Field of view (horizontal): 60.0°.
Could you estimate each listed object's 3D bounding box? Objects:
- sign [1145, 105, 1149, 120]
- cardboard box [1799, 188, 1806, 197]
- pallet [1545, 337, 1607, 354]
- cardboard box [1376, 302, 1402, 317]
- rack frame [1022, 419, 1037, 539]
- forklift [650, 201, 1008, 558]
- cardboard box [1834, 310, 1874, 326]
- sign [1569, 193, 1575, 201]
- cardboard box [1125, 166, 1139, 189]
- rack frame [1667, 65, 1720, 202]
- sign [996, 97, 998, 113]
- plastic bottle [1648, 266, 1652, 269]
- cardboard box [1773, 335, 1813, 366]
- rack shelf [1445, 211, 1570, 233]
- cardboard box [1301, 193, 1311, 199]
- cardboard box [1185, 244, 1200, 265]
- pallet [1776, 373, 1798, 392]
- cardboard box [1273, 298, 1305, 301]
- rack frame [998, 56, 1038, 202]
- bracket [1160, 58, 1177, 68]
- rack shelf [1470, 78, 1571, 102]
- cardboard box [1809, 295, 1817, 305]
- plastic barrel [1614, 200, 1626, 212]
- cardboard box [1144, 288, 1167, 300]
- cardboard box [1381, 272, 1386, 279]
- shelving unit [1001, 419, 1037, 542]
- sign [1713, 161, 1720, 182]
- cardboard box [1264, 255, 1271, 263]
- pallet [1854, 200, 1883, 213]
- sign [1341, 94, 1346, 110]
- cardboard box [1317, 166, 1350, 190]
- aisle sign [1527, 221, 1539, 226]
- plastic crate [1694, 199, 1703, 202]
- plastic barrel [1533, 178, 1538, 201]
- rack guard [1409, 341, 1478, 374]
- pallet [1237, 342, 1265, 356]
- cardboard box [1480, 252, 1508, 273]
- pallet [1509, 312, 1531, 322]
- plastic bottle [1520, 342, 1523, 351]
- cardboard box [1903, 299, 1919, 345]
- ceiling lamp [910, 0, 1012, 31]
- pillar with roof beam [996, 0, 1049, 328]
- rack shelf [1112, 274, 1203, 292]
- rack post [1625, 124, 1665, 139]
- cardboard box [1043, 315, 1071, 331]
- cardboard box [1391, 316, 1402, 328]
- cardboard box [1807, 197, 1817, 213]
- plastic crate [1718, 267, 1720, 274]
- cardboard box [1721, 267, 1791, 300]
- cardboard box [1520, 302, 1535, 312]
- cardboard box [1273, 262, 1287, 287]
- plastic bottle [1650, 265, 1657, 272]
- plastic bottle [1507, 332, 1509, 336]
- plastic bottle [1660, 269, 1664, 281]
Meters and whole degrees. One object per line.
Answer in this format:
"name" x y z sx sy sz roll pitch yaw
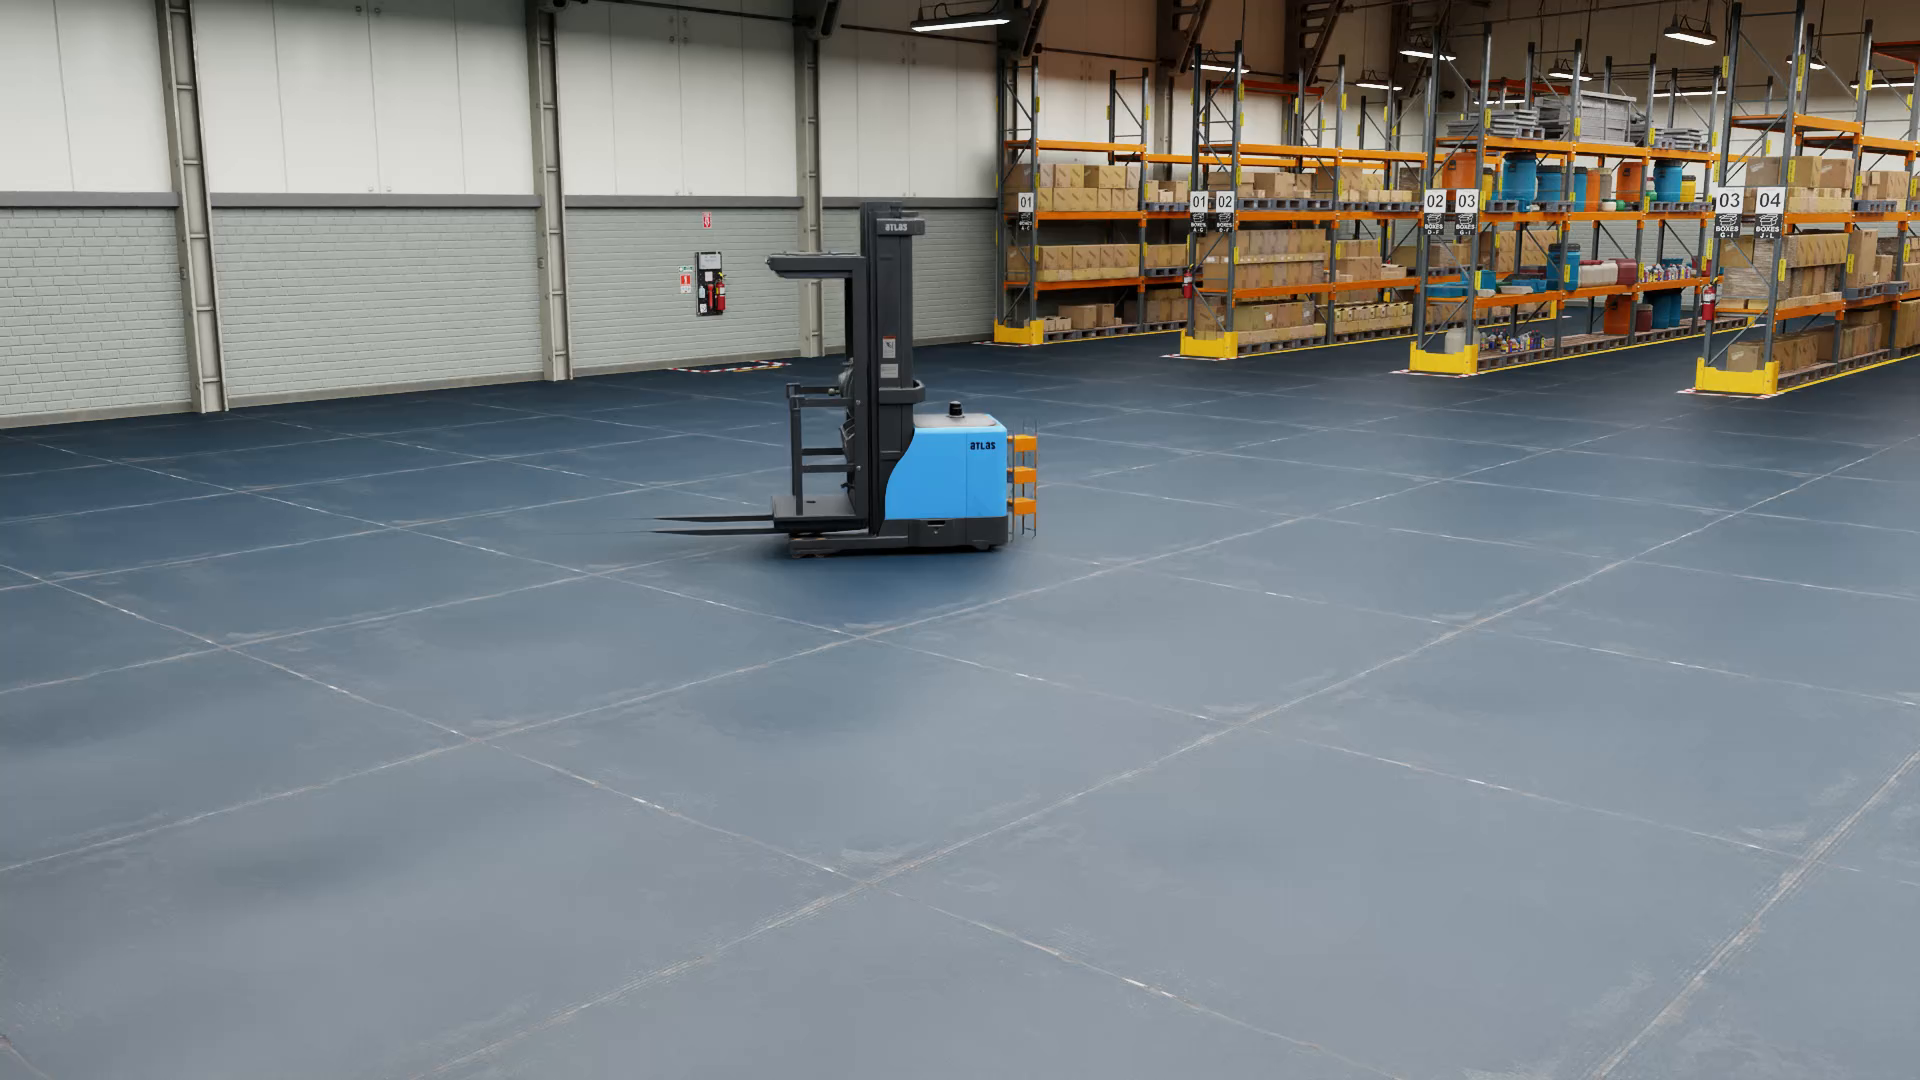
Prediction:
"sign" 4.261 -9.726 37.845 0.100 0.325 0.005 10 15 40
"cardboard box" 13.295 -5.563 26.614 0.380 0.149 0.250 11 15 43
"pallet" 12.602 -4.013 34.263 1.003 0.211 1.213 10 15 40
"cardboard box" 9.731 -5.255 37.880 0.500 0.311 0.500 9 15 39
"rack frame" 0.617 -0.540 14.734 0.008 1.050 0.200 -8 14 -33
"forklift" -1.145 -1.395 14.214 3.031 2.935 1.130 -1 11 -7
"cardboard box" 16.907 -4.203 31.441 0.500 0.250 0.500 -10 15 -41
"sign" 11.714 -6.482 31.824 0.100 0.325 0.005 10 15 40
"cardboard box" 3.739 -8.271 37.948 0.500 0.500 0.500 8 14 36
"rack frame" 16.589 -9.198 37.788 1.000 3.000 0.127 10 15 40
"sign" 0.822 -9.324 35.629 0.100 0.325 0.005 10 15 40
"plastic bottle" 15.756 -6.123 38.024 0.152 0.276 0.135 10 15 40
"cardboard box" 14.362 -3.280 28.785 0.500 0.500 0.500 -7 13 -30
"rack shelf" 9.988 -5.903 30.786 1.077 0.370 4.000 10 15 40
"cardboard box" 9.423 -9.320 45.115 0.500 0.250 0.500 10 15 41
"cardboard box" 5.398 -6.957 40.505 0.700 0.500 0.500 10 15 40
"pallet" 13.001 -2.609 27.235 1.003 0.211 1.213 10 15 40
"cardboard box" 7.048 -4.918 35.708 0.500 0.500 0.500 10 15 40
"rack frame" 1.226 -8.714 35.362 1.000 3.000 0.127 10 15 40
"bracket" 4.991 -11.469 39.969 0.235 0.232 0.430 10 15 40
"rack shelf" 14.191 -11.410 42.216 1.077 0.370 4.000 10 15 40
"cardboard box" 14.106 -4.027 27.857 0.380 0.149 0.250 10 15 40
"plastic barrel" 13.824 -7.020 34.936 0.294 0.245 0.294 0 11 0
"cardboard box" 4.628 -5.893 39.904 0.500 0.250 0.500 9 15 39
"cardboard box" 9.430 -5.991 37.687 0.250 0.149 0.380 -11 16 -43
"shelving unit" 0.516 -0.527 14.667 0.252 1.050 0.215 -8 14 -33
"sign" 11.984 -5.830 26.324 0.100 0.325 0.005 10 15 40
"cardboard box" 6.050 -5.681 33.584 0.380 0.149 0.250 9 14 38
"pallet" 15.516 -5.895 29.387 1.213 0.211 1.003 10 15 40
"sign" 7.990 -9.122 34.620 0.100 0.325 0.005 10 15 40
"cardboard box" 8.026 -7.777 35.727 0.500 0.500 0.500 10 15 41
"aisle sign" 15.335 -8.809 44.517 0.394 0.787 0.004 10 15 40
"plastic crate" 17.534 -7.971 39.608 0.437 0.282 0.530 10 15 40
"plastic barrel" 10.876 -6.773 31.947 0.421 0.512 0.421 0 11 0
"rack guard" 8.682 -3.282 29.868 1.175 0.500 0.348 10 15 40
"pallet" 5.422 -3.882 33.609 1.003 0.211 1.213 10 15 40
"cardboard box" 13.412 -6.986 41.774 0.500 0.500 0.500 10 15 42
"pallet" 14.130 -5.811 43.266 1.003 0.211 1.213 10 15 40
"plastic bottle" 10.592 -3.671 31.452 0.097 0.201 0.097 0 11 0
"cardboard box" 18.734 -4.420 33.537 1.225 0.875 0.875 10 15 41
"ceiling lamp" -0.171 -10.050 27.148 2.000 3.185 0.800 10 15 40
"pillar with roof beam" 4.272 -8.372 33.651 9.100 9.000 0.548 10 15 40
"rack shelf" 5.186 -6.302 40.440 1.077 0.370 4.000 10 15 40
"rack post" 14.396 -8.684 35.410 0.954 0.300 0.937 10 15 40
"cardboard box" 2.126 -4.843 37.041 0.500 0.311 0.500 -11 15 -43
"cardboard box" 9.728 -4.981 37.939 0.500 0.250 0.500 10 15 40
"cardboard box" 13.566 -5.434 26.985 0.500 0.250 0.500 10 15 40
"plastic crate" 17.735 -6.428 39.387 0.437 0.282 0.530 10 15 40
"cardboard box" 12.772 -4.123 26.679 0.875 0.500 0.500 10 15 40
"cardboard box" 14.687 -6.105 43.518 0.500 0.250 0.500 10 15 40
"cardboard box" 6.287 -5.476 34.214 0.700 0.500 0.500 10 15 42
"plastic bottle" 15.298 -5.892 36.680 0.144 0.351 0.185 10 15 40
"plastic bottle" 10.656 -3.908 32.431 0.061 0.283 0.133 10 15 40
"plastic bottle" 15.392 -5.833 36.573 0.152 0.276 0.135 10 15 40
